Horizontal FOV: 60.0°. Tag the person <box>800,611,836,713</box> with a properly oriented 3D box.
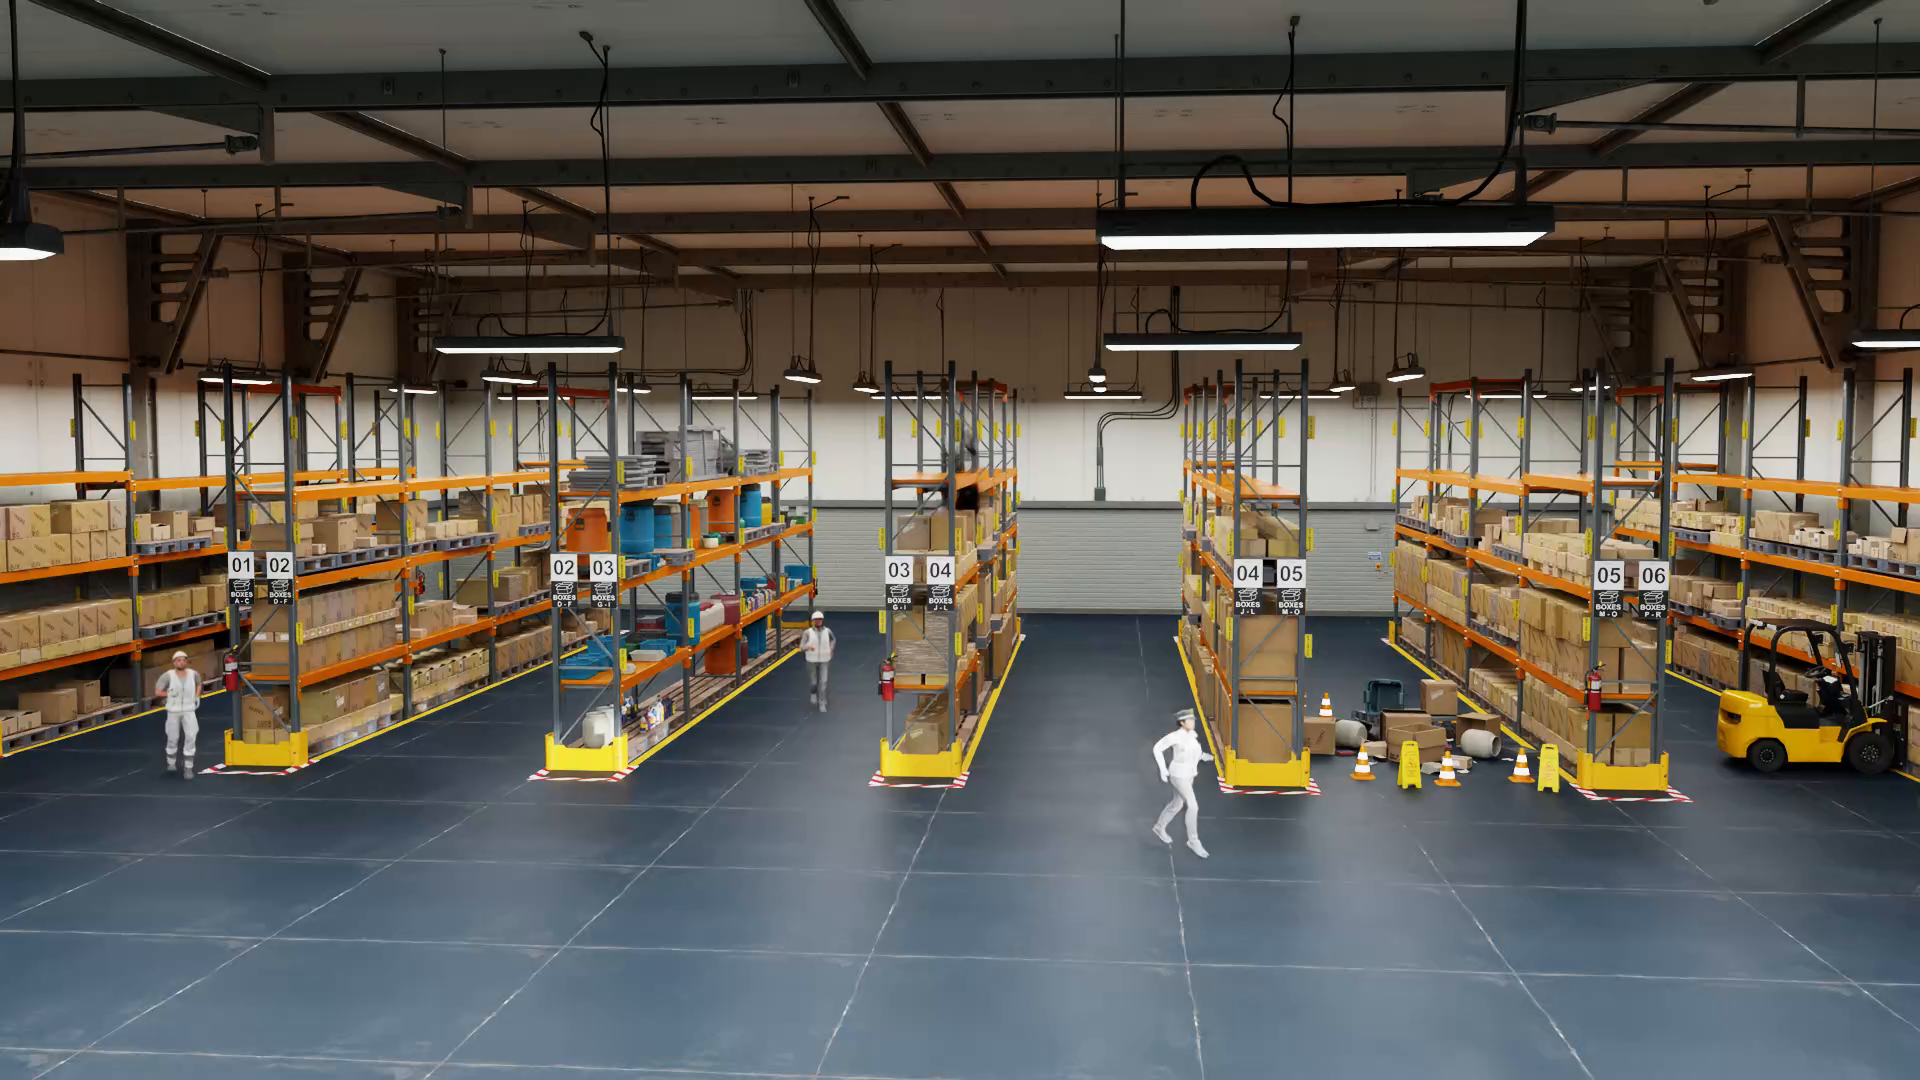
[{"bbox_3d":[-2.514,2.141,29.542,0.663,1.744,0.990,-1,4,-10],"label":"person"}]

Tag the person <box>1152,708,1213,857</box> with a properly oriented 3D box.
[{"bbox_3d":[2.633,2.847,19.785,0.850,1.738,0.580,3,5,39],"label":"person"}]

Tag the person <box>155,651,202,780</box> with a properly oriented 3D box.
[{"bbox_3d":[-11.293,2.524,24.071,0.646,1.847,0.723,-2,4,-32],"label":"person"}]
